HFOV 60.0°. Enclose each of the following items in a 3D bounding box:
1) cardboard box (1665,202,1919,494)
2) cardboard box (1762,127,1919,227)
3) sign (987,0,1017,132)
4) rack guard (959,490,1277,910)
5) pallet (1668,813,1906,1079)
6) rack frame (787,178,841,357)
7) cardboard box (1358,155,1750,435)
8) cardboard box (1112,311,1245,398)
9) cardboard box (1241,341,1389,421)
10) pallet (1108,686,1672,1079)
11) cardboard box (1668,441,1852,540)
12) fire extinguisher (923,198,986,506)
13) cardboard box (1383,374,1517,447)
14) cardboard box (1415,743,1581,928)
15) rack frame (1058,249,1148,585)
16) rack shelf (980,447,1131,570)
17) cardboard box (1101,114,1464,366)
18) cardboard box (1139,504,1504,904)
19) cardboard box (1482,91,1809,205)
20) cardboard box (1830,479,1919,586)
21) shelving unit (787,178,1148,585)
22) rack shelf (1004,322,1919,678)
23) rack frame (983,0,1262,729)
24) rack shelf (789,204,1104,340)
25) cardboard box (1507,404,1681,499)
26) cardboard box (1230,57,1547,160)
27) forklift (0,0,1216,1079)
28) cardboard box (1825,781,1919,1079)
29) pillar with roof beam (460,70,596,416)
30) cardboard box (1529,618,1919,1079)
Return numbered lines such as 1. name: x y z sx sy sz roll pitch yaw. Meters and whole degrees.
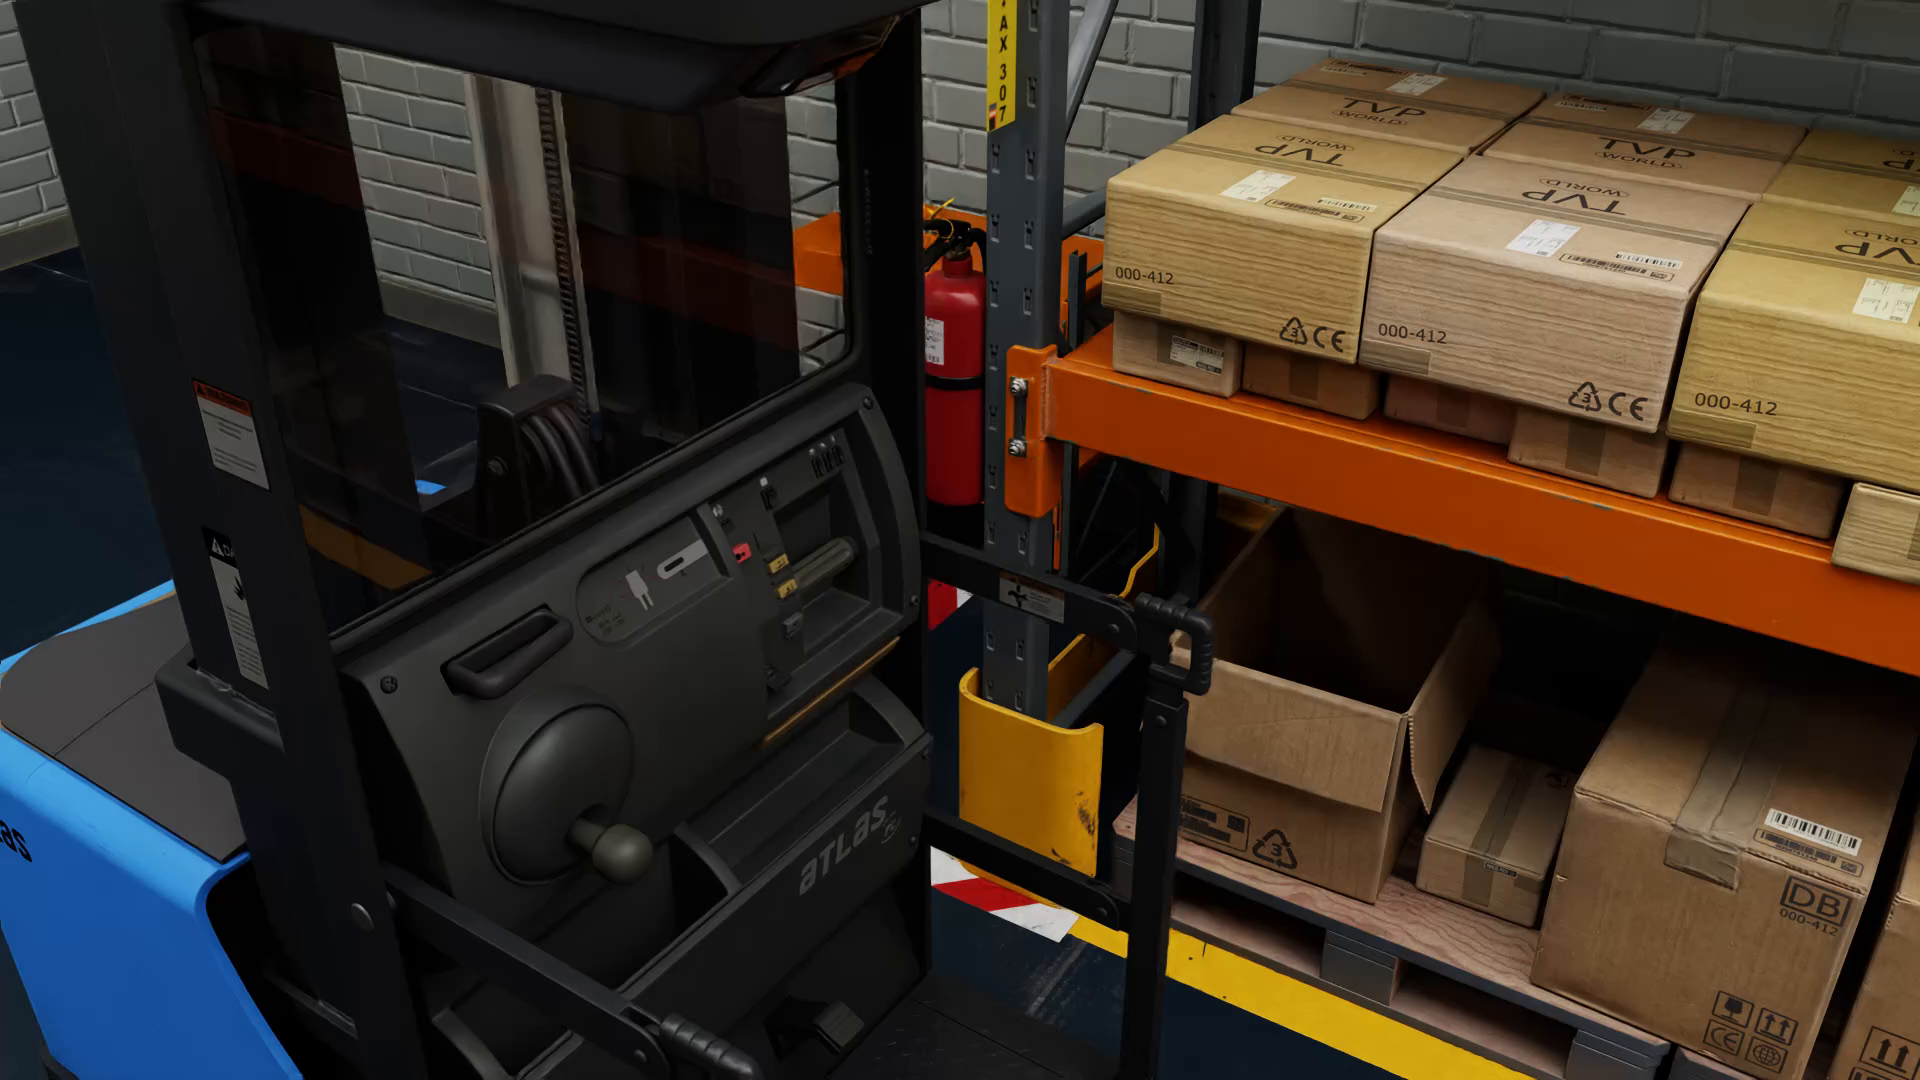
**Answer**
1. cardboard box: 1.464 -0.311 2.661 0.500 0.250 0.500 17 34 26
2. cardboard box: 1.749 -0.534 3.042 0.500 0.250 0.500 19 35 29
3. sign: 0.076 -0.896 2.950 0.005 0.325 0.100 18 35 27
4. rack guard: 0.429 0.347 4.160 0.348 0.500 1.175 18 35 27
5. pallet: 2.134 1.012 3.306 1.213 0.211 1.003 18 35 27
6. rack frame: -0.437 -0.623 5.201 0.032 1.125 0.500 17 35 27
7. cardboard box: 1.033 -0.446 2.891 0.500 0.250 0.500 18 35 28
8. cardboard box: 0.497 -0.440 3.277 0.250 0.149 0.380 17 34 27
9. cardboard box: 0.737 -0.392 3.194 0.250 0.149 0.380 18 35 29
10. pallet: 1.105 0.685 3.867 1.213 0.211 1.003 18 35 27
11. cardboard box: 1.388 -0.173 2.820 0.250 0.149 0.380 18 35 28
12. fire extinguisher: -0.005 -0.401 3.408 0.183 0.674 0.296 18 35 27
13. cardboard box: 0.978 -0.336 3.098 0.250 0.149 0.380 17 34 27
14. cardboard box: 1.172 0.631 3.604 0.250 0.149 0.380 16 34 25
15. rack frame: 0.425 -0.351 4.736 0.032 1.125 0.500 17 35 27
16. rack shelf: -0.006 -0.276 5.092 1.000 0.278 0.538 17 35 27
17. cardboard box: 0.606 -0.581 3.122 0.500 0.250 0.500 18 35 28
18. cardboard box: 0.832 0.348 3.738 0.637 0.503 0.797 16 34 25
19. cardboard box: 1.332 -0.669 3.273 0.500 0.250 0.500 18 35 27
20. cardboard box: 1.562 -0.074 2.649 0.250 0.149 0.380 17 34 26
21. shelving unit: -0.006 -0.487 4.968 1.048 1.125 0.538 17 35 27
22. rack shelf: 2.059 0.093 2.828 4.000 0.370 1.077 18 35 27
23. rack frame: 0.365 -0.754 3.565 0.127 3.000 1.000 18 35 27
24. rack shelf: -0.006 -0.740 4.821 1.000 0.278 0.538 17 35 27
25. cardboard box: 1.160 -0.242 2.938 0.250 0.149 0.380 19 35 29
26. cardboard box: 0.896 -0.807 3.511 0.500 0.250 0.500 19 35 29
27. forklift: -0.192 0.136 2.108 3.031 2.935 1.130 19 35 29
28. cardboard box: 1.930 0.779 3.002 0.500 0.500 0.500 18 35 28
29. pillar with roof beam: -3.728 -2.614 0.801 0.400 9.000 9.100 18 35 27
30. cardboard box: 1.536 0.595 3.318 0.500 0.500 0.700 19 35 29
